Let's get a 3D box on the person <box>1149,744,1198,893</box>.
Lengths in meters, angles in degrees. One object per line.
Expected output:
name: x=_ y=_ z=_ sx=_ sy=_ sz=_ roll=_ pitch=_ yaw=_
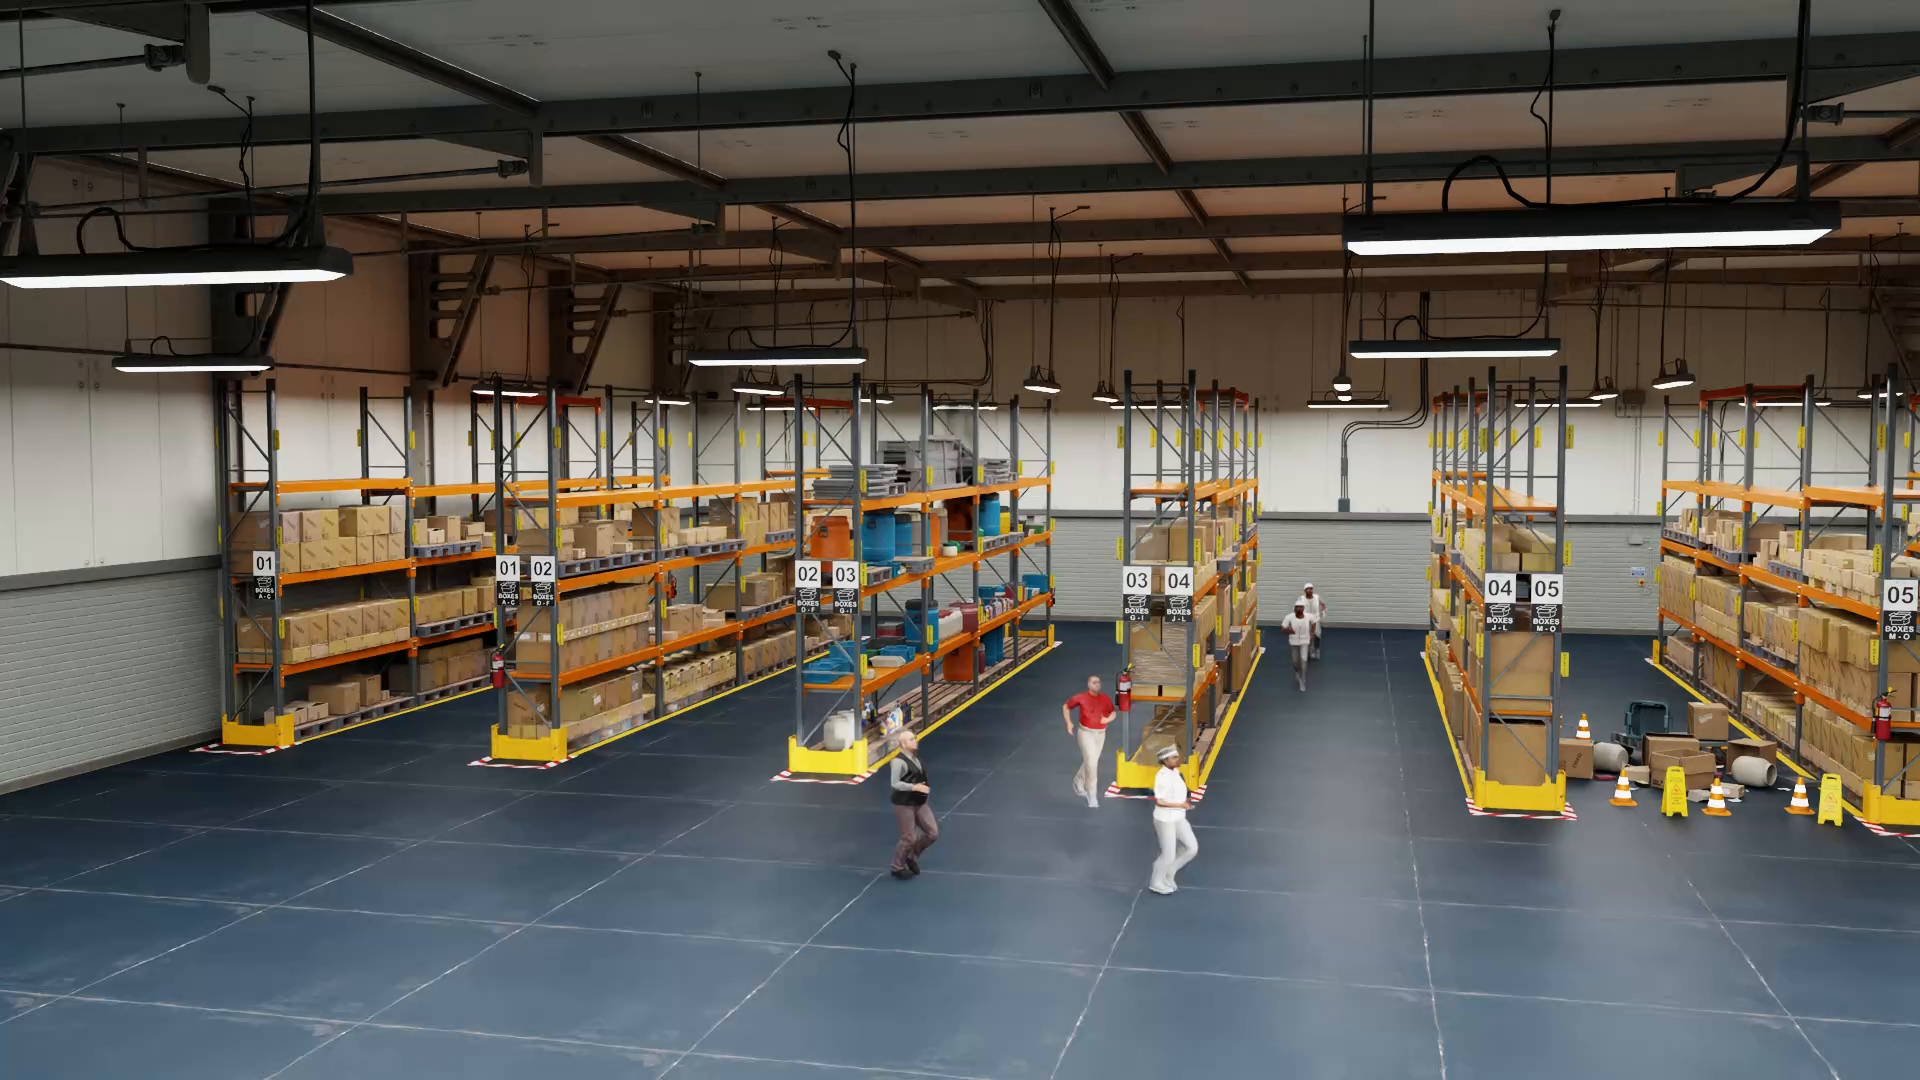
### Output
person: x=2.367 y=3.066 z=18.260 sx=0.611 sy=1.665 sz=0.554 roll=3 pitch=4 yaw=37

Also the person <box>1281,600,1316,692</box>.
person: x=6.833 y=2.114 z=33.633 sx=0.660 sy=1.805 sz=1.057 roll=1 pitch=4 yaw=17

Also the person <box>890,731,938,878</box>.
person: x=-0.512 y=3.014 z=18.900 sx=0.638 sy=1.686 sz=0.638 roll=2 pitch=4 yaw=35

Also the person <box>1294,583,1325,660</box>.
person: x=7.951 y=1.857 z=37.761 sx=0.717 sy=1.750 sz=0.551 roll=0 pitch=3 yaw=4

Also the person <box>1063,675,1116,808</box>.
person: x=1.835 y=2.769 z=23.045 sx=0.710 sy=1.781 sz=0.826 roll=-2 pitch=4 yaw=-31
